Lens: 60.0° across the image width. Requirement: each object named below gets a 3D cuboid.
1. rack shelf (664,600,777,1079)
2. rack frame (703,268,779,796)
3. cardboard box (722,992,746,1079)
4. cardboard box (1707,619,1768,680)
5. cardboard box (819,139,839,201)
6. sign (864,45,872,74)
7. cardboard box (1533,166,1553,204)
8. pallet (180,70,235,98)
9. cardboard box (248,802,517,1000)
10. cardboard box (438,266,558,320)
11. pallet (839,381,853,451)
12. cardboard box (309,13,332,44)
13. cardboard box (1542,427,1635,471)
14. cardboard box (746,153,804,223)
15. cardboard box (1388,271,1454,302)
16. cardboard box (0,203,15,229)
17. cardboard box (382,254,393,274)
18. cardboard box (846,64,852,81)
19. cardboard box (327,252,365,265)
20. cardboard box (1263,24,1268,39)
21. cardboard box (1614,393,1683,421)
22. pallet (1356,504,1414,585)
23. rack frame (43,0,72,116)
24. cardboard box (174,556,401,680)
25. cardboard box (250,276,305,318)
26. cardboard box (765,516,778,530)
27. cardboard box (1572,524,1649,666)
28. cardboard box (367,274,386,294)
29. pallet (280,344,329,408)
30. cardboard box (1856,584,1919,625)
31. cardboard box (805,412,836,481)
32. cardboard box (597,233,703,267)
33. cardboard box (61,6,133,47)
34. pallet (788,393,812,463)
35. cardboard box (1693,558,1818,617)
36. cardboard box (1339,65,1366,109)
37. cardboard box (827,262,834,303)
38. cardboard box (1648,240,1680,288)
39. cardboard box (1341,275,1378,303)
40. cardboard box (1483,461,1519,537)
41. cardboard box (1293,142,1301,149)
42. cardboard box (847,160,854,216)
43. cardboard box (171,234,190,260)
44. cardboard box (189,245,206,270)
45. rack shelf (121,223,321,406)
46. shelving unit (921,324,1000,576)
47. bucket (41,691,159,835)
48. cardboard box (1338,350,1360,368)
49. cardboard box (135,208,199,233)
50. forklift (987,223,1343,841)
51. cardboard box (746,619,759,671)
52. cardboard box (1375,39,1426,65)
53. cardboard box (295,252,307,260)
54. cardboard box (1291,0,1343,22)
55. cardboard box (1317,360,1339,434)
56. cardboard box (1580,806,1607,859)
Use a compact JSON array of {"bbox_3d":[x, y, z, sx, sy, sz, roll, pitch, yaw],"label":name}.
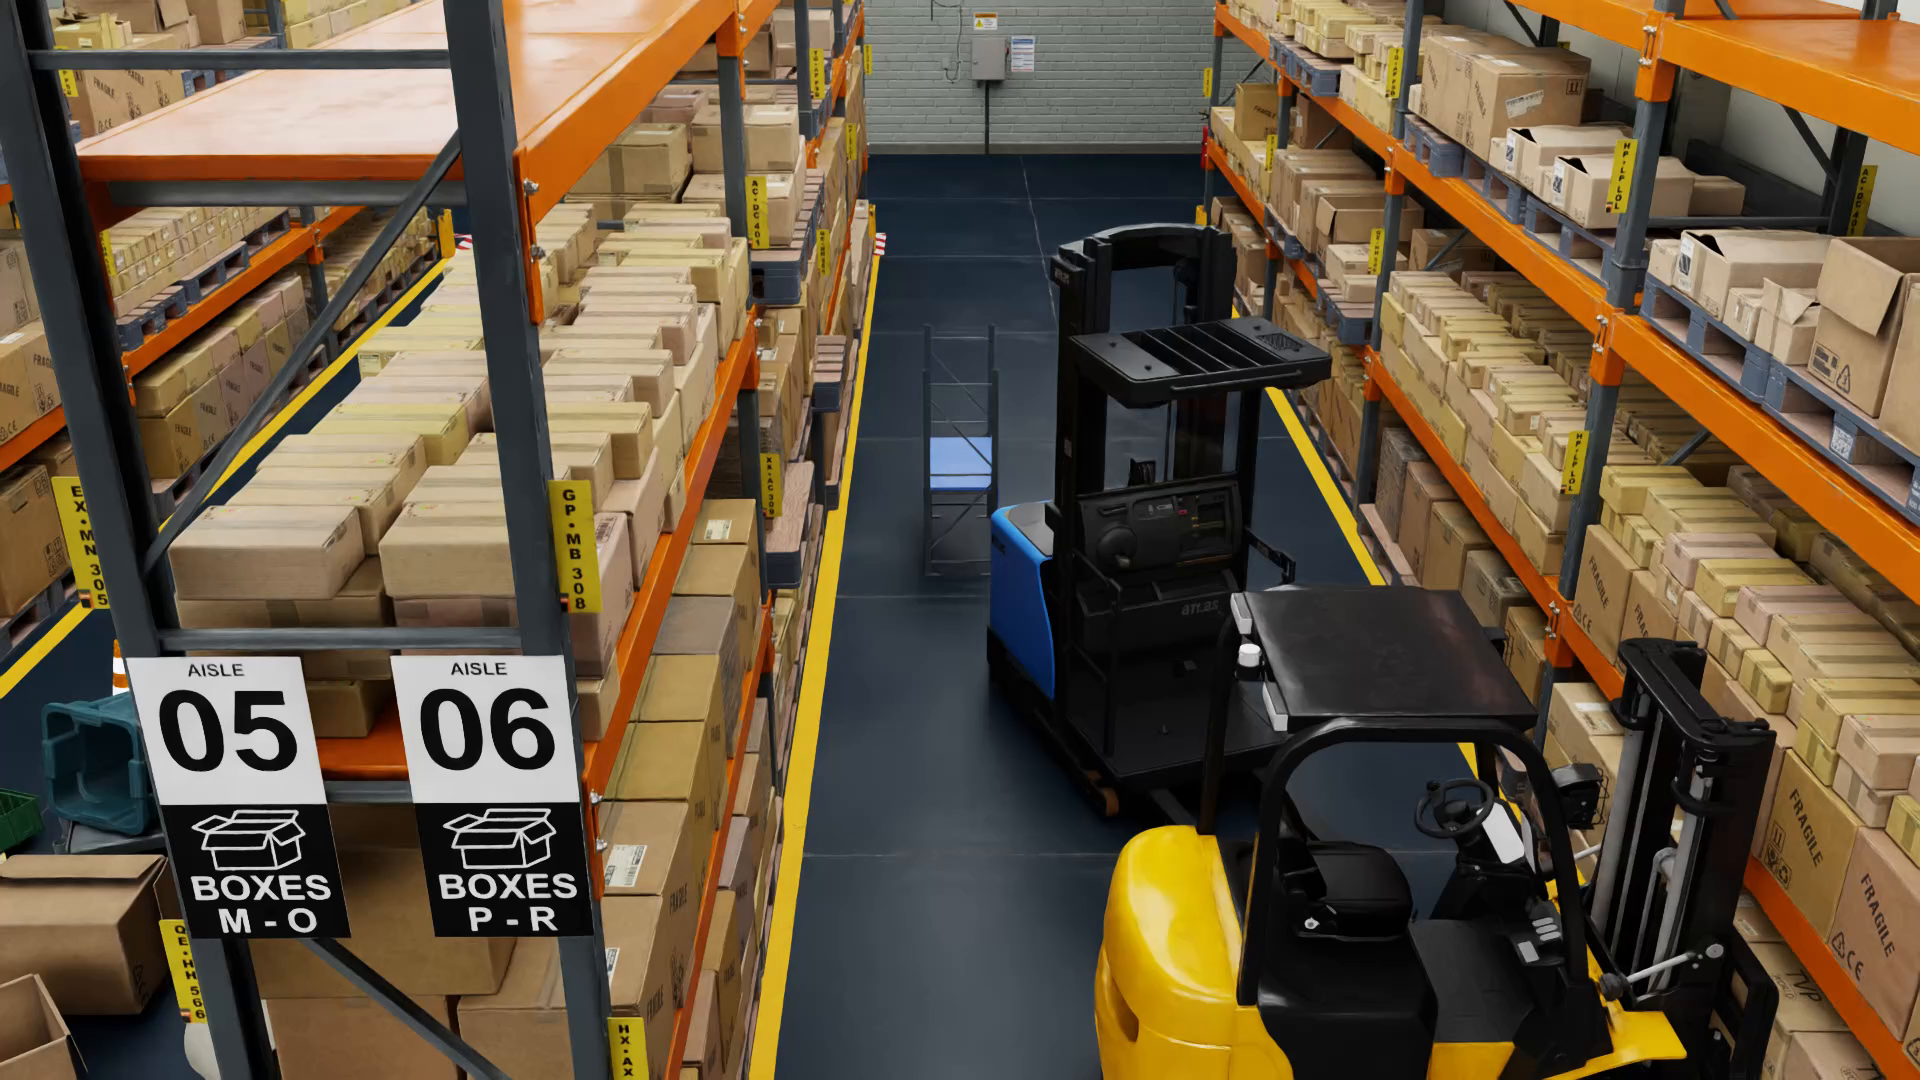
[{"bbox_3d":[-1.436,1.288,6.519,1.077,0.370,4.000,0,24,-1],"label":"rack shelf"},{"bbox_3d":[-1.457,0.136,8.193,1.000,3.000,0.127,0,24,-1],"label":"rack frame"},{"bbox_3d":[-1.163,2.077,6.728,0.500,0.250,0.500,1,24,3],"label":"cardboard box"},{"bbox_3d":[3.232,0.431,6.632,0.380,0.149,0.250,-1,24,-2],"label":"cardboard box"},{"bbox_3d":[-1.290,-3.057,13.917,0.500,0.500,0.500,0,24,1],"label":"cardboard box"},{"bbox_3d":[-1.046,-5.441,18.831,0.100,0.325,0.005,0,24,-1],"label":"sign"},{"bbox_3d":[3.190,-1.829,8.571,0.380,0.149,0.250,0,24,-1],"label":"cardboard box"},{"bbox_3d":[-6.579,-3.696,13.252,1.213,0.211,1.003,0,24,-1],"label":"pallet"},{"bbox_3d":[-1.638,0.938,4.724,0.700,0.500,0.500,-1,24,-2],"label":"cardboard box"},{"bbox_3d":[-1.725,-0.922,6.230,0.380,0.149,0.250,-1,24,-2],"label":"cardboard box"},{"bbox_3d":[-1.445,-1.068,14.240,1.003,0.211,1.213,0,24,-1],"label":"pallet"},{"bbox_3d":[-6.249,-4.793,15.634,0.500,0.250,0.500,-1,24,-1],"label":"cardboard box"},{"bbox_3d":[3.259,-0.475,8.635,0.380,0.149,0.250,-1,24,-1],"label":"cardboard box"},{"bbox_3d":[-1.069,-1.805,8.518,0.500,0.250,0.500,-1,24,-1],"label":"cardboard box"},{"bbox_3d":[3.171,-1.745,11.442,0.380,0.149,0.250,0,24,1],"label":"cardboard box"},{"bbox_3d":[-11.411,-3.724,18.796,0.875,0.875,0.875,0,24,-1],"label":"cardboard box"},{"bbox_3d":[-6.205,-2.910,17.517,0.380,0.149,0.250,0,24,0],"label":"cardboard box"},{"bbox_3d":[-1.286,-4.716,16.799,0.380,0.149,0.250,0,24,0],"label":"cardboard box"},{"bbox_3d":[-6.232,-2.833,16.986,0.380,0.149,0.250,0,24,1],"label":"cardboard box"},{"bbox_3d":[3.127,-4.896,15.984,0.380,0.149,0.250,0,24,-1],"label":"cardboard box"},{"bbox_3d":[3.741,-0.694,9.119,0.380,0.149,0.250,0,24,-1],"label":"cardboard box"},{"bbox_3d":[3.432,0.074,11.714,1.003,0.211,1.213,0,24,-1],"label":"pallet"},{"bbox_3d":[-6.450,-4.182,10.460,1.000,3.000,0.127,0,24,-1],"label":"rack frame"},{"bbox_3d":[-1.689,0.141,4.364,0.500,0.250,0.500,-1,24,-1],"label":"cardboard box"},{"bbox_3d":[-6.232,-2.185,14.938,0.500,0.250,0.500,-1,24,-2],"label":"cardboard box"},{"bbox_3d":[-1.148,-0.170,8.665,0.380,0.149,0.250,0,24,0],"label":"cardboard box"},{"bbox_3d":[3.250,0.251,7.818,0.500,0.500,0.500,-1,24,-2],"label":"cardboard box"},{"bbox_3d":[-6.231,-2.675,17.358,0.380,0.149,0.250,-1,24,-2],"label":"cardboard box"},{"bbox_3d":[-6.483,-1.505,15.206,1.003,0.211,1.213,0,24,-1],"label":"pallet"},{"bbox_3d":[3.793,0.293,6.575,0.380,0.149,0.250,-1,24,-1],"label":"cardboard box"},{"bbox_3d":[-1.426,-1.021,12.819,0.875,0.875,0.875,0,24,-1],"label":"cardboard box"},{"bbox_3d":[-1.243,-1.136,6.701,0.380,0.149,0.250,0,24,1],"label":"cardboard box"},{"bbox_3d":[-6.226,-3.695,11.973,0.396,0.266,0.258,0,24,-1],"label":"cardboard box"},{"bbox_3d":[-1.438,-0.609,10.074,1.003,0.211,1.213,0,24,-1],"label":"pallet"},{"bbox_3d":[3.248,0.194,6.795,0.380,0.149,0.250,-1,24,-1],"label":"cardboard box"},{"bbox_3d":[3.202,-3.458,12.682,0.500,0.250,0.500,0,24,-1],"label":"cardboard box"},{"bbox_3d":[-1.278,-2.075,13.262,0.500,0.250,0.500,1,24,1],"label":"cardboard box"},{"bbox_3d":[3.207,-1.191,7.160,0.380,0.149,0.250,0,24,1],"label":"cardboard box"},{"bbox_3d":[3.071,-1.882,12.450,0.380,0.149,0.250,0,24,0],"label":"cardboard box"},{"bbox_3d":[3.228,-0.233,9.191,0.500,0.250,0.500,0,24,-1],"label":"cardboard box"},{"bbox_3d":[3.667,-3.876,16.885,0.500,0.250,0.500,0,24,1],"label":"cardboard box"},{"bbox_3d":[-1.288,-3.401,15.891,0.500,0.500,0.500,1,24,1],"label":"cardboard box"},{"bbox_3d":[-6.270,-2.289,12.989,0.380,0.149,0.250,0,24,0],"label":"cardboard box"},{"bbox_3d":[-6.269,-2.257,13.279,0.380,0.149,0.250,0,24,0],"label":"cardboard box"},{"bbox_3d":[-6.471,-1.945,13.666,1.077,0.370,4.000,0,24,-1],"label":"rack shelf"},{"bbox_3d":[0.001,-0.648,11.747,0.538,1.500,1.048,0,24,-1],"label":"shelving unit"},{"bbox_3d":[-4.099,1.044,8.312,0.726,0.611,0.620,8,16,18],"label":"bucket"},{"bbox_3d":[3.253,-1.417,13.362,0.380,0.149,0.250,0,24,1],"label":"cardboard box"},{"bbox_3d":[-6.277,-2.529,13.159,0.380,0.149,0.250,0,24,1],"label":"cardboard box"},{"bbox_3d":[1.152,-0.048,8.682,1.130,2.935,3.031,-9,26,-18],"label":"forklift"},{"bbox_3d":[-1.139,0.484,7.728,0.380,0.149,0.250,0,24,1],"label":"cardboard box"},{"bbox_3d":[3.212,-3.510,11.952,0.380,0.149,0.250,-1,24,-2],"label":"cardboard box"},{"bbox_3d":[-6.830,-2.832,16.982,0.380,0.149,0.250,-1,24,-3],"label":"cardboard box"},{"bbox_3d":[3.018,-4.470,14.049,0.380,0.149,0.250,-1,24,-2],"label":"cardboard box"},{"bbox_3d":[3.239,-1.184,13.635,0.500,0.500,0.500,1,24,2],"label":"cardboard box"},{"bbox_3d":[3.210,1.354,7.720,0.500,0.250,0.500,0,24,-1],"label":"cardboard box"}]
